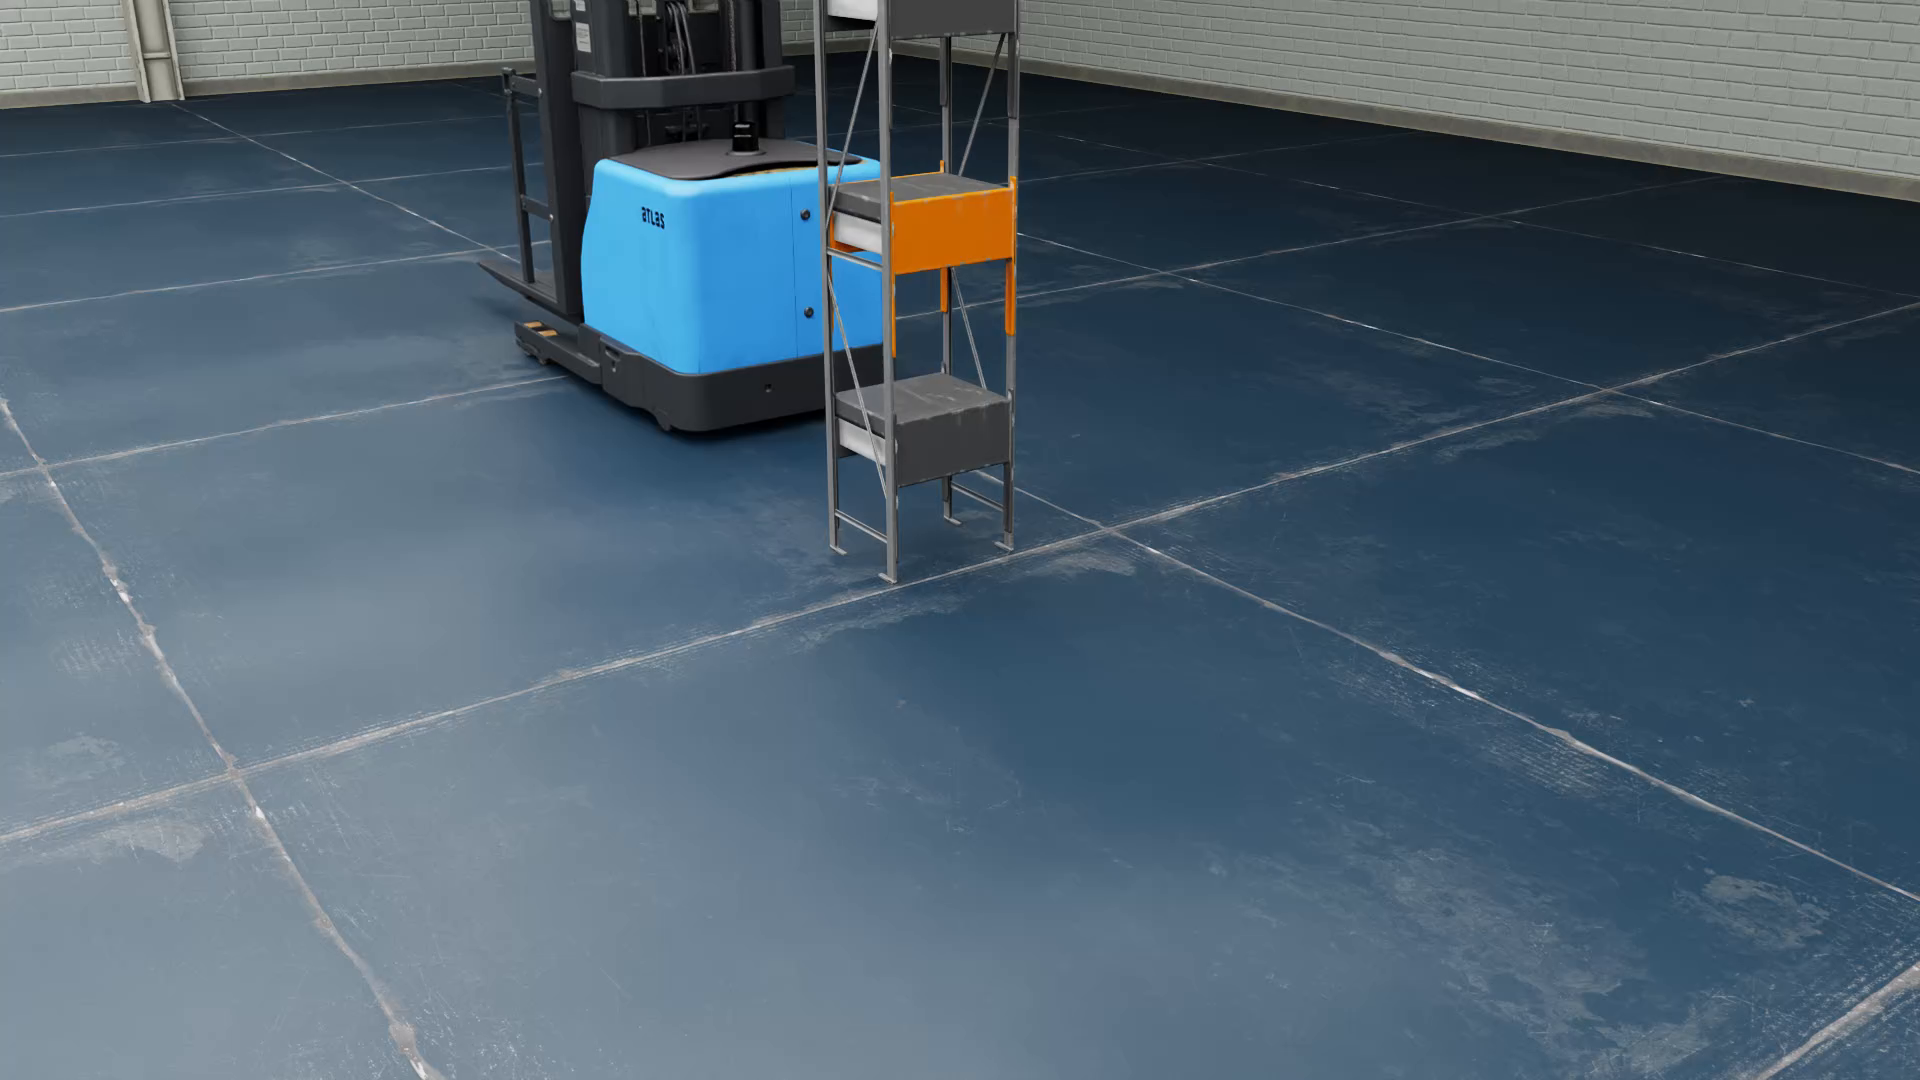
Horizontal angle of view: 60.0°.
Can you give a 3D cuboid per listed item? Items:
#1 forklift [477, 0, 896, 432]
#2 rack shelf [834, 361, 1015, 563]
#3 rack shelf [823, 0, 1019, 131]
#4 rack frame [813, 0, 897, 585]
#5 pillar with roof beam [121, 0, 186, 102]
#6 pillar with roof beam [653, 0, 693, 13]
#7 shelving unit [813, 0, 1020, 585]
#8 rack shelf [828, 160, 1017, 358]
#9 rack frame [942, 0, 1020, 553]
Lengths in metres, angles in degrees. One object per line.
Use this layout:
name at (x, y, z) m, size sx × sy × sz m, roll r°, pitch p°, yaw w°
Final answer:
forklift at (-1.527, -2.296, 7.695) m, size 1.130 × 2.935 × 3.031 m, roll -14°, pitch 26°, yaw -32°
rack shelf at (-0.134, -0.277, 5.682) m, size 0.480 × 0.518 × 0.431 m, roll -15°, pitch 26°, yaw -33°
rack shelf at (-0.134, -1.577, 5.163) m, size 0.480 × 0.518 × 0.431 m, roll -15°, pitch 26°, yaw -33°
rack frame at (-0.332, -0.887, 5.285) m, size 0.015 × 2.100 × 0.400 m, roll -15°, pitch 26°, yaw -33°
pillar with roof beam at (-5.902, -7.531, 12.626) m, size 0.400 × 9.000 × 9.100 m, roll -15°, pitch 26°, yaw -33°
pillar with roof beam at (-1.031, -8.829, 15.881) m, size 0.400 × 9.000 × 9.100 m, roll -15°, pitch 26°, yaw -33°
shelving unit at (-0.134, -0.939, 5.417) m, size 0.503 × 2.100 × 0.431 m, roll -15°, pitch 26°, yaw -33°
rack shelf at (-0.134, -0.927, 5.422) m, size 0.480 × 0.518 × 0.431 m, roll -15°, pitch 26°, yaw -33°
rack frame at (0.064, -0.992, 5.550) m, size 0.015 × 2.100 × 0.400 m, roll -15°, pitch 26°, yaw -33°
